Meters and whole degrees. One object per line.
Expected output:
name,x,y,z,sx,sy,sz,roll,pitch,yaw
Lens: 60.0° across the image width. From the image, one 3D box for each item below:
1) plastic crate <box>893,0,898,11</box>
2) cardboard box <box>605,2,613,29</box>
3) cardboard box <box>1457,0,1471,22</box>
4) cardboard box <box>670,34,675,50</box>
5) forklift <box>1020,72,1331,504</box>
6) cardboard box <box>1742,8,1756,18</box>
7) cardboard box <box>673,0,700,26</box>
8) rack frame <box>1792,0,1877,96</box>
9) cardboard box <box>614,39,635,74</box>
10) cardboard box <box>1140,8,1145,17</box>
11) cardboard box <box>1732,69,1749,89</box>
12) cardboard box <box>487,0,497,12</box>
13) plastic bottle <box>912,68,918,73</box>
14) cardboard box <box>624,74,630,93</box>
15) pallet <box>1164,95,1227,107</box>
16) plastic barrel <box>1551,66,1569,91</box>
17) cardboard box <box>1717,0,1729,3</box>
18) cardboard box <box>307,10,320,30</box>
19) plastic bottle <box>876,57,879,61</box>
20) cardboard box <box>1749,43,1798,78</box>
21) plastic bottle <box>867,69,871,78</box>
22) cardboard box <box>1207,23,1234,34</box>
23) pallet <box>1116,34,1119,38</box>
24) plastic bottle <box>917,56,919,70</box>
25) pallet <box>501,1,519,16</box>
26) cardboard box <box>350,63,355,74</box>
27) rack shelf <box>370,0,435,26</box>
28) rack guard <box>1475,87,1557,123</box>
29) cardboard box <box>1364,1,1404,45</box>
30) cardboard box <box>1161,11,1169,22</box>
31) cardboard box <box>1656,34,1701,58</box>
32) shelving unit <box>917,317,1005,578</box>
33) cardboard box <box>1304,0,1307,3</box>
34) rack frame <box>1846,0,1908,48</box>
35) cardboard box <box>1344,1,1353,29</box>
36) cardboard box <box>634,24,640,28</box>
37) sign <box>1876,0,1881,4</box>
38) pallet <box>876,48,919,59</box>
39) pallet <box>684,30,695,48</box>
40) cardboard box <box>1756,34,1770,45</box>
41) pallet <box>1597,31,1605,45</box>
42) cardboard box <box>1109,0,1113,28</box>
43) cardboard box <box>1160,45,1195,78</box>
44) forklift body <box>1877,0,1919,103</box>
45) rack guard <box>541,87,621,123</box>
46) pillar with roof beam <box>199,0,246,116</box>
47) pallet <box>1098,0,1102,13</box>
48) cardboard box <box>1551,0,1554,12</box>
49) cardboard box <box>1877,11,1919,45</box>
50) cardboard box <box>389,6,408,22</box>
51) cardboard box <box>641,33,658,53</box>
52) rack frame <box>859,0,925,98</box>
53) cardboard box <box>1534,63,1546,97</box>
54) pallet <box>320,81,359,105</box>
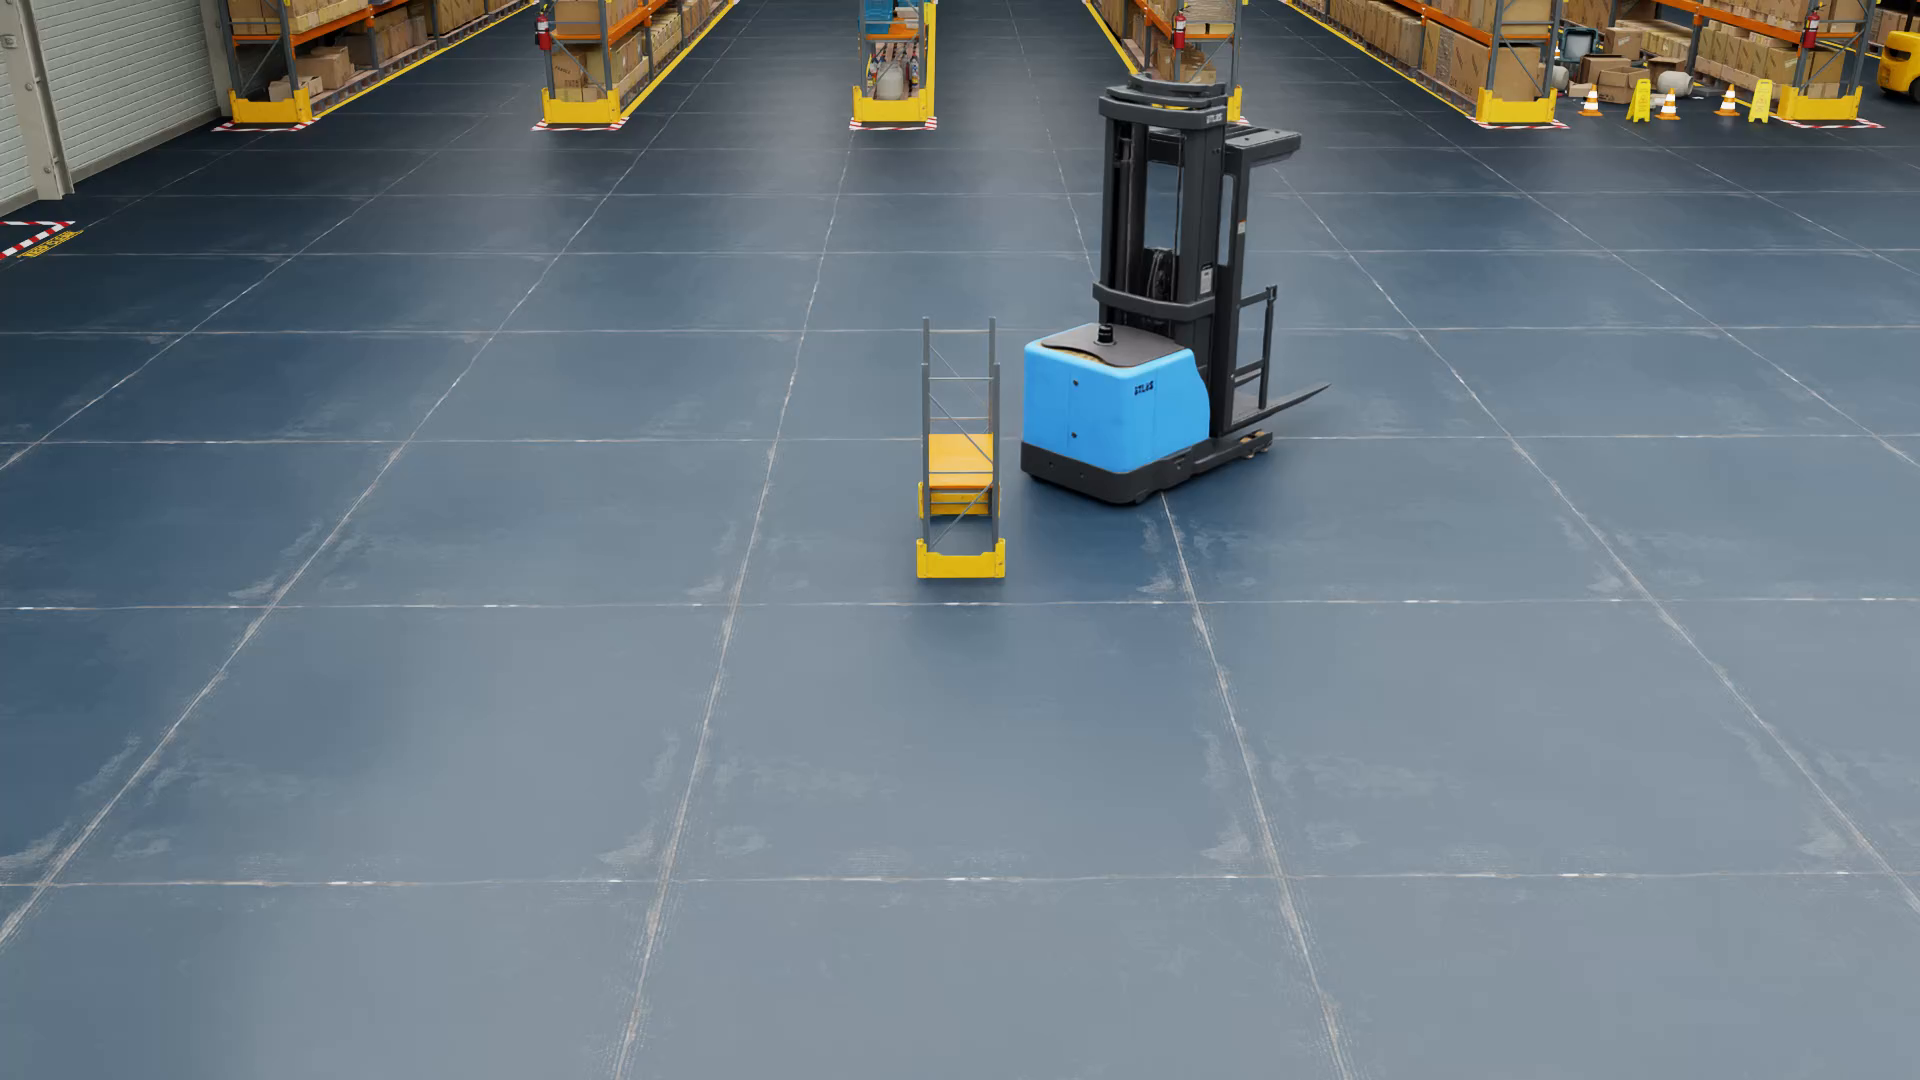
plastic crate,-1.226,-9.481,29.149,0.767,0.338,0.504,0,24,-1
cardboard box,-6.017,-8.511,26.807,0.700,0.500,0.500,0,24,1
cardboard box,8.847,-8.978,27.778,0.875,0.550,0.500,0,24,-1
cardboard box,-5.840,-9.657,32.288,0.500,0.250,0.500,0,24,1
forklift,1.856,-2.113,12.866,1.130,2.935,3.031,22,32,40
cardboard box,13.475,-8.916,28.129,0.380,0.149,0.250,0,24,-1
cardboard box,-5.843,-11.241,35.464,0.500,0.500,0.500,-1,24,-2
rack frame,13.801,-8.144,26.118,1.000,3.000,0.127,0,24,-1
cardboard box,-5.811,-8.177,28.107,0.500,0.500,0.500,0,24,-1
cardboard box,3.841,-10.524,32.968,0.500,0.250,0.500,1,24,2
cardboard box,13.514,-7.844,28.280,0.500,0.250,0.500,-1,24,-2
cardboard box,-11.004,-12.339,37.916,0.700,0.500,0.500,0,24,0
plastic bottle,-0.773,-7.925,28.409,0.097,0.271,0.097,0,24,0
cardboard box,-5.812,-7.629,27.806,0.500,0.250,0.500,0,24,-1
pallet,3.917,-7.196,27.404,1.003,0.211,1.213,0,24,-1
plastic barrel,10.355,-8.094,29.133,0.512,0.421,0.421,19,30,35
cardboard box,13.512,-9.584,28.819,0.500,0.500,0.500,0,24,-1
cardboard box,-10.675,-8.390,26.819,0.500,0.250,0.500,-1,24,-2
plastic bottle,-1.509,-8.419,29.496,0.152,0.276,0.135,1,24,1
cardboard box,13.522,-7.969,27.646,0.500,0.500,0.500,1,24,1
plastic bottle,-1.539,-7.843,28.214,0.061,0.283,0.133,0,24,1
cardboard box,4.127,-8.104,26.333,0.380,0.149,0.250,0,24,-1
pallet,3.860,-10.953,35.710,1.003,0.211,1.213,0,24,-1
plastic bottle,-0.770,-8.492,29.648,0.061,0.283,0.133,1,24,2
pallet,-11.045,-12.525,39.187,1.003,0.211,1.213,0,24,-1
cardboard box,-10.976,-8.371,29.522,0.380,0.166,0.250,-3,25,-7
rack shelf,-11.033,-10.178,31.486,1.077,0.370,4.000,0,24,-1
rack guard,8.852,-6.932,26.470,1.175,0.500,0.348,0,24,-1
cardboard box,8.682,-10.292,33.087,1.050,0.750,0.750,-1,24,-1
cardboard box,3.560,-8.720,27.694,0.380,0.149,0.250,0,24,-1
cardboard box,13.738,-9.299,31.350,0.950,0.372,0.625,1,24,3
shelving unit,0.001,-0.652,11.371,0.587,1.500,1.083,0,24,-1
cardboard box,8.365,-12.825,39.417,0.380,0.149,0.250,-1,24,-3
rack frame,18.677,-11.465,33.459,1.000,3.000,0.127,0,24,-1
cardboard box,8.472,-11.131,35.245,0.500,0.500,0.500,-1,24,-3
cardboard box,-6.366,-9.692,31.686,0.500,0.311,0.500,-1,24,-1
sign,14.343,-8.541,25.945,0.100,0.325,0.005,0,24,-1
pallet,-1.168,-9.283,32.018,1.003,0.211,1.213,0,24,-1
pallet,-6.072,-10.391,34.468,1.003,0.211,1.213,0,24,-1
cardboard box,13.461,-8.304,27.600,0.380,0.149,0.250,0,24,0
pallet,13.780,-10.496,34.700,1.003,0.211,1.213,0,24,-1
cardboard box,3.815,-11.271,35.100,1.225,0.875,0.875,0,24,0
cardboard box,3.826,-8.400,29.206,0.500,0.500,0.500,8,25,16
forklift body,16.919,-8.555,28.055,2.313,2.155,1.214,0,24,-1
rack guard,-6.014,-6.908,26.417,1.175,0.500,0.348,0,24,-1
pillar with roof beam,-7.536,-11.070,25.307,9.100,9.000,0.400,0,24,-1
pallet,3.814,-12.592,39.335,1.003,0.211,1.213,0,24,-1
cardboard box,13.770,-12.372,38.065,0.875,0.438,0.875,-1,24,-1
cardboard box,18.685,-10.048,32.698,0.875,0.625,0.625,1,24,1
cardboard box,-11.051,-10.201,32.255,0.500,0.250,0.500,0,24,0
cardboard box,-5.813,-9.071,30.312,0.500,0.311,0.500,0,24,0
rack frame,-1.061,-8.078,25.970,1.000,3.000,0.127,0,24,-1
cardboard box,9.852,-7.956,28.731,0.500,0.500,0.500,4,25,9
pallet,-10.952,-7.630,28.365,1.003,0.211,1.213,0,24,-1
